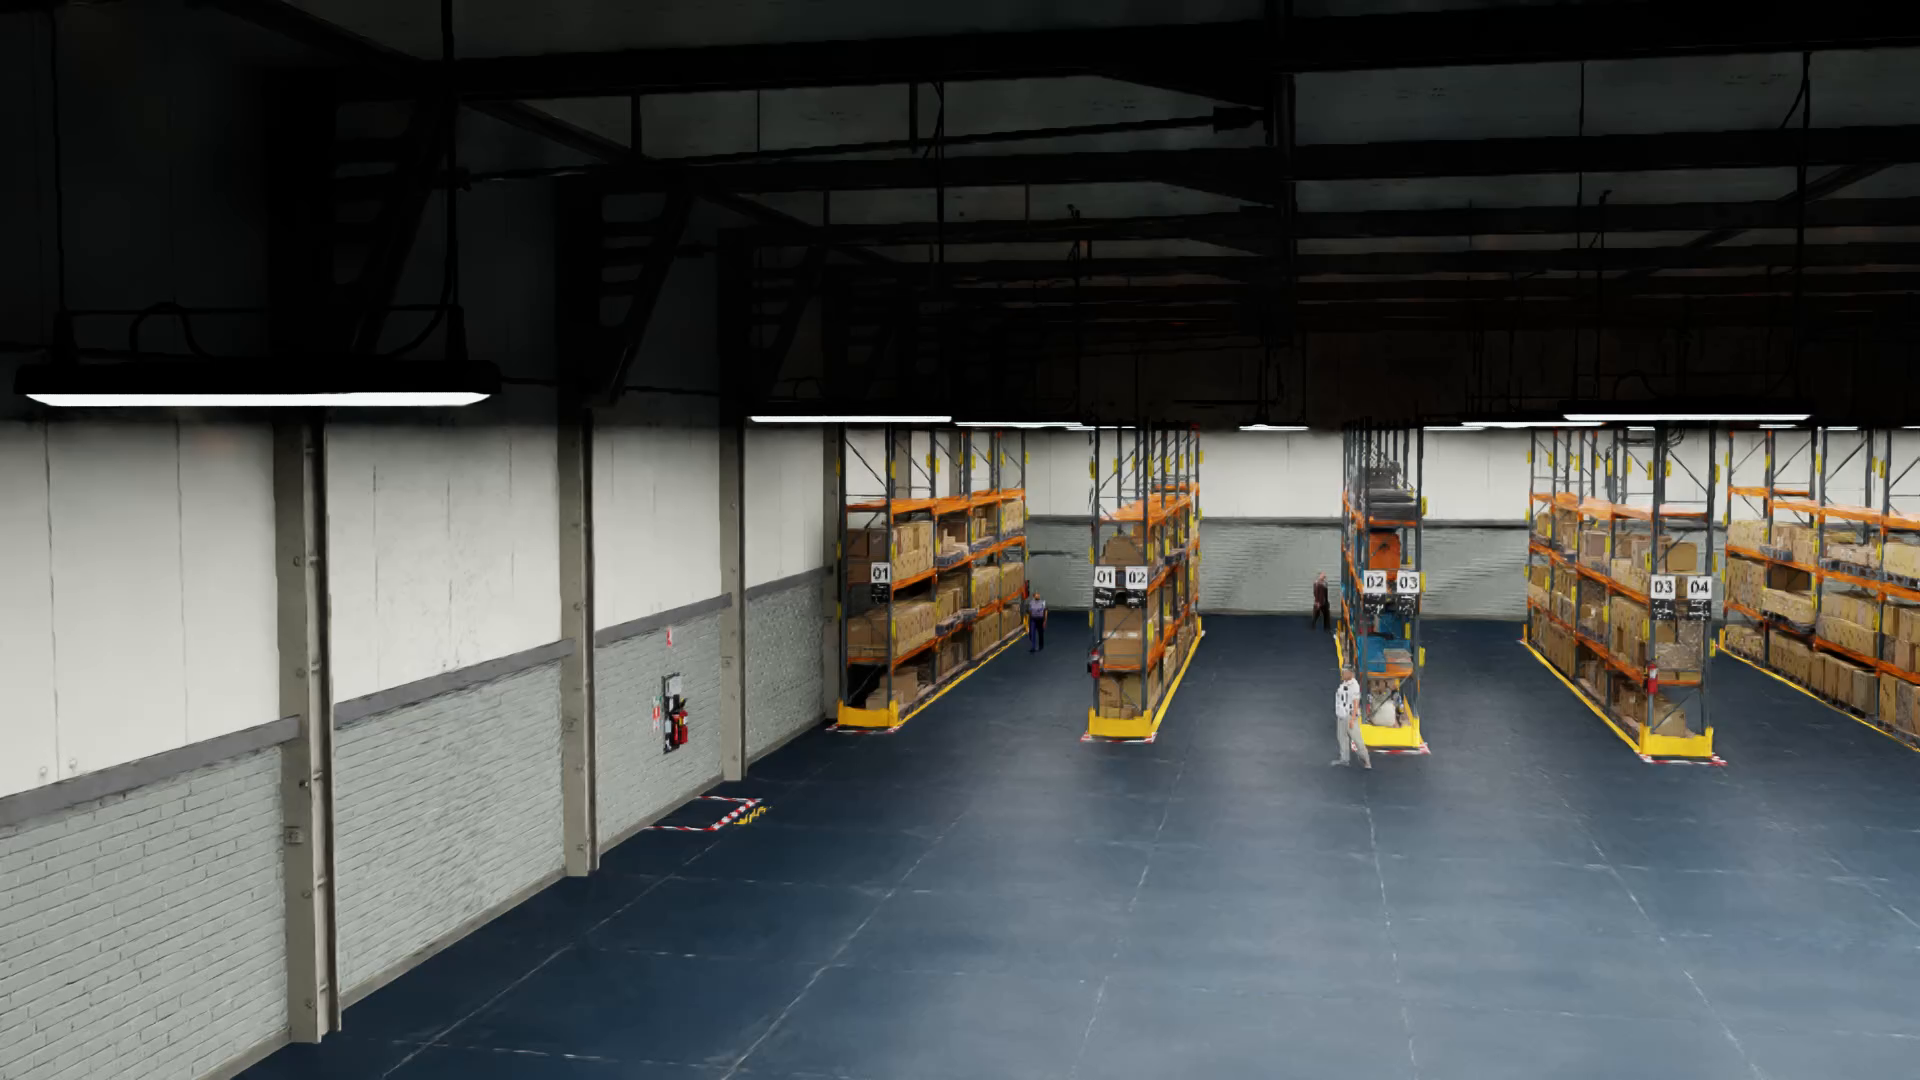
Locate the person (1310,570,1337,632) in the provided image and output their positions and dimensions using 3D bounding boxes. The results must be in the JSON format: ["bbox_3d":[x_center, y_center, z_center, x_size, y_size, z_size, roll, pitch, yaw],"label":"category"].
[{"bbox_3d":[10.331,1.744,47.436,0.771,1.770,0.576,-3,5,-42],"label":"person"}]

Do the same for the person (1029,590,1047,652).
[{"bbox_3d":[2.041,2.105,43.448,0.491,1.590,1.001,1,4,10],"label":"person"}]

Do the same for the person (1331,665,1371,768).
[{"bbox_3d":[6.716,3.007,28.453,0.529,1.745,0.747,-1,4,-18],"label":"person"}]
